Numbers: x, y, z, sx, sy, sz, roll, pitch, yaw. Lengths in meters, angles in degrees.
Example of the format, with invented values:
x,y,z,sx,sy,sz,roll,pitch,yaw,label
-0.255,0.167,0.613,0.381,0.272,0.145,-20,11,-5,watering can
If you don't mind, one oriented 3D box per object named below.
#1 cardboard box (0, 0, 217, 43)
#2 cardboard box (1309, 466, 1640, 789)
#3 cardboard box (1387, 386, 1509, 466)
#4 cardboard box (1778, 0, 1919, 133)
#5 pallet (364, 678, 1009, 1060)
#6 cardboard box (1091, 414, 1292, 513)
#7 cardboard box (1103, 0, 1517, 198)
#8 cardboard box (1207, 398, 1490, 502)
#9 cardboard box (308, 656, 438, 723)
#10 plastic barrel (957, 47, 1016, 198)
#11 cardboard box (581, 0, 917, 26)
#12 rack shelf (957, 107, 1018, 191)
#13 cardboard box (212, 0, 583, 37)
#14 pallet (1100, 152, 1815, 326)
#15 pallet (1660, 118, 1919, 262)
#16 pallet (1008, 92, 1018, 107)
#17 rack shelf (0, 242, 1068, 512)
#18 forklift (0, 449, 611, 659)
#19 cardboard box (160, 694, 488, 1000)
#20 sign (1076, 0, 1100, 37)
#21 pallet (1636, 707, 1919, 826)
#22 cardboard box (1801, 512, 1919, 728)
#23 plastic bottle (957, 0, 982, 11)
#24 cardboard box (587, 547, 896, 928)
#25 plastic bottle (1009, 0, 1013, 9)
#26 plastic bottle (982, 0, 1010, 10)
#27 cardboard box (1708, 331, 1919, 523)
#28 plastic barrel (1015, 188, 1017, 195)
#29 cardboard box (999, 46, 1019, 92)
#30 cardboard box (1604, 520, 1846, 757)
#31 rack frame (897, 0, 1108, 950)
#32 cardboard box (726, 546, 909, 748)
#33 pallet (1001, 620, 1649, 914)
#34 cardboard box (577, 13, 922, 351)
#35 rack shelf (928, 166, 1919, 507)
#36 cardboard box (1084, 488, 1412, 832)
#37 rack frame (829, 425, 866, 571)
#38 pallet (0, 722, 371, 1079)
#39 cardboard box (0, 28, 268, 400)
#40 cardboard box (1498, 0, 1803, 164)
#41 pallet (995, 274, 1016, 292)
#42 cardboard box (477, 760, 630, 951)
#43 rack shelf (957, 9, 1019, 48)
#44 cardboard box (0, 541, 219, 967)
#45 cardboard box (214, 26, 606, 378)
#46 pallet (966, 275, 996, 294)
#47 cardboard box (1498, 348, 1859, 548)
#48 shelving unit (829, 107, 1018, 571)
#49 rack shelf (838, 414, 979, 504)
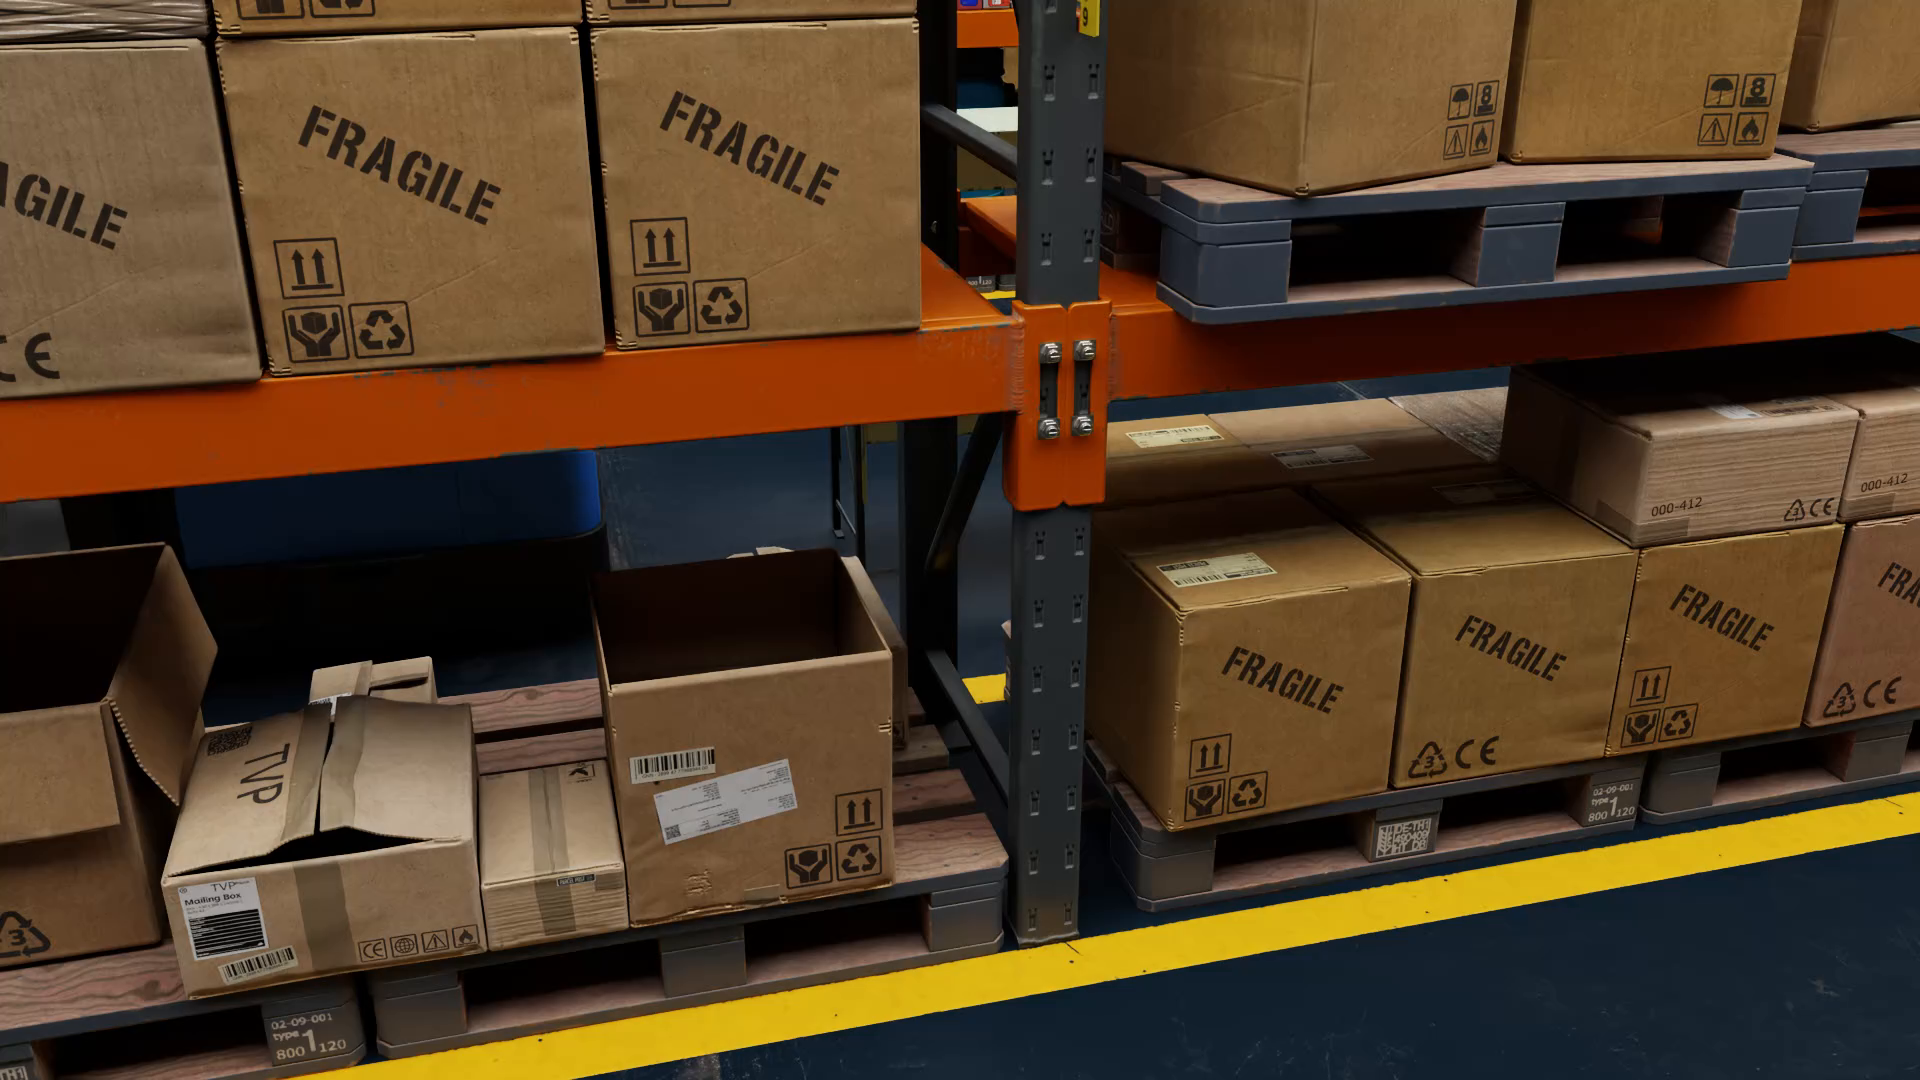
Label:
x,y,z,sx,sy,sz,roll,pitch,yaw,label
-1.350,-0.997,2.375,0.500,0.500,0.500,-6,24,-14,cardboard box
1.087,0.173,3.654,0.500,0.500,0.500,-6,24,-14,cardboard box
1.404,-0.071,4.223,0.500,0.500,0.500,-6,24,-14,cardboard box
1.729,-1.204,3.592,0.500,0.500,0.700,-13,26,-28,cardboard box
-0.617,0.601,3.581,1.213,0.211,1.003,-6,24,-14,pallet
0.443,0.032,3.983,0.500,0.500,0.500,-6,24,-15,cardboard box
0.561,-0.958,3.018,0.500,0.500,0.700,-16,28,-32,cardboard box
0.921,-0.017,4.098,0.500,0.500,0.500,-6,24,-14,cardboard box
-1.248,0.405,3.537,0.250,0.166,0.380,-6,24,-14,cardboard box
-0.079,-1.990,8.211,0.708,0.901,0.600,-6,24,-14,plastic barrel
-0.372,-1.106,2.629,0.500,0.500,0.500,-6,24,-14,cardboard box
0.006,-1.049,4.802,0.720,0.370,0.431,-6,24,-14,rack shelf
-0.865,-1.051,2.500,0.500,0.500,0.500,-7,24,-15,cardboard box
0.844,-0.708,3.341,1.213,0.211,1.003,-6,24,-14,pallet
2.025,-0.882,3.745,1.213,0.211,1.003,-6,24,-14,pallet
0.444,-3.604,13.381,1.213,0.211,1.003,-6,24,-14,pallet
-1.881,-0.209,2.846,4.000,0.370,1.077,-6,24,-14,rack shelf
-2.548,-1.141,4.192,3.031,2.935,1.130,-5,24,-12,forklift
-1.149,0.529,3.066,0.500,0.311,0.500,-6,24,-14,cardboard box
0.199,-0.946,2.552,0.005,0.325,0.100,-6,24,-14,sign
1.995,0.296,4.292,1.213,0.211,1.003,-6,24,-14,pallet
2.057,0.069,3.896,0.500,0.500,0.500,-7,24,-16,cardboard box
0.034,-2.552,7.542,0.133,0.283,0.061,-6,24,-14,plastic bottle
-0.427,0.362,3.215,0.500,0.500,0.500,-6,24,-14,cardboard box
0.270,-2.548,7.636,0.097,0.201,0.097,0,23,0,plastic bottle
0.151,-2.580,7.617,0.135,0.276,0.152,-6,24,-14,plastic bottle
2.022,-0.270,3.737,0.500,0.250,0.500,-7,24,-15,cardboard box
0.488,-1.837,8.349,0.421,0.512,0.421,0,23,0,plastic barrel
0.554,-4.091,13.143,0.875,0.875,1.225,-7,24,-17,cardboard box
1.570,0.123,3.771,0.500,0.500,0.500,-6,24,-14,cardboard box
0.045,-0.753,3.201,0.127,3.000,1.000,-6,24,-14,rack frame
-0.418,0.243,3.732,0.500,0.311,0.500,-6,24,-14,cardboard box
0.818,0.427,3.986,1.213,0.211,1.003,-6,24,-14,pallet
-0.367,-0.648,2.830,0.500,0.500,0.500,-6,24,-13,cardboard box
1.971,-0.635,3.839,4.000,0.370,1.077,-6,24,-14,rack shelf
0.576,0.234,3.512,0.500,0.500,0.500,-7,24,-17,cardboard box
-0.346,-0.651,4.865,0.023,1.500,0.400,-6,24,-14,rack frame
-1.793,0.733,3.275,1.213,0.211,1.003,-6,24,-14,pallet
-1.357,-0.537,2.571,0.500,0.500,0.500,-6,24,-13,cardboard box
1.206,-1.055,3.245,0.500,0.500,0.700,-3,23,-6,cardboard box
0.641,-1.550,8.595,1.213,0.211,1.003,-6,24,-14,pallet
-0.772,0.586,3.138,0.250,0.149,0.380,-6,24,-14,cardboard box
0.636,-2.516,8.223,4.000,0.370,1.077,-6,24,-14,rack shelf
-1.763,0.394,3.136,0.637,0.503,0.797,-6,24,-14,cardboard box
-0.863,-0.593,2.701,0.500,0.500,0.500,-6,24,-13,cardboard box
-0.535,-1.419,8.289,1.213,0.211,1.003,-6,24,-14,pallet
1.539,-0.217,3.612,0.500,0.250,0.500,-6,24,-14,cardboard box
0.006,-0.690,4.956,0.755,1.500,0.431,-6,24,-14,shelving unit
0.006,-0.390,5.084,0.720,0.370,0.431,-6,24,-14,rack shelf
